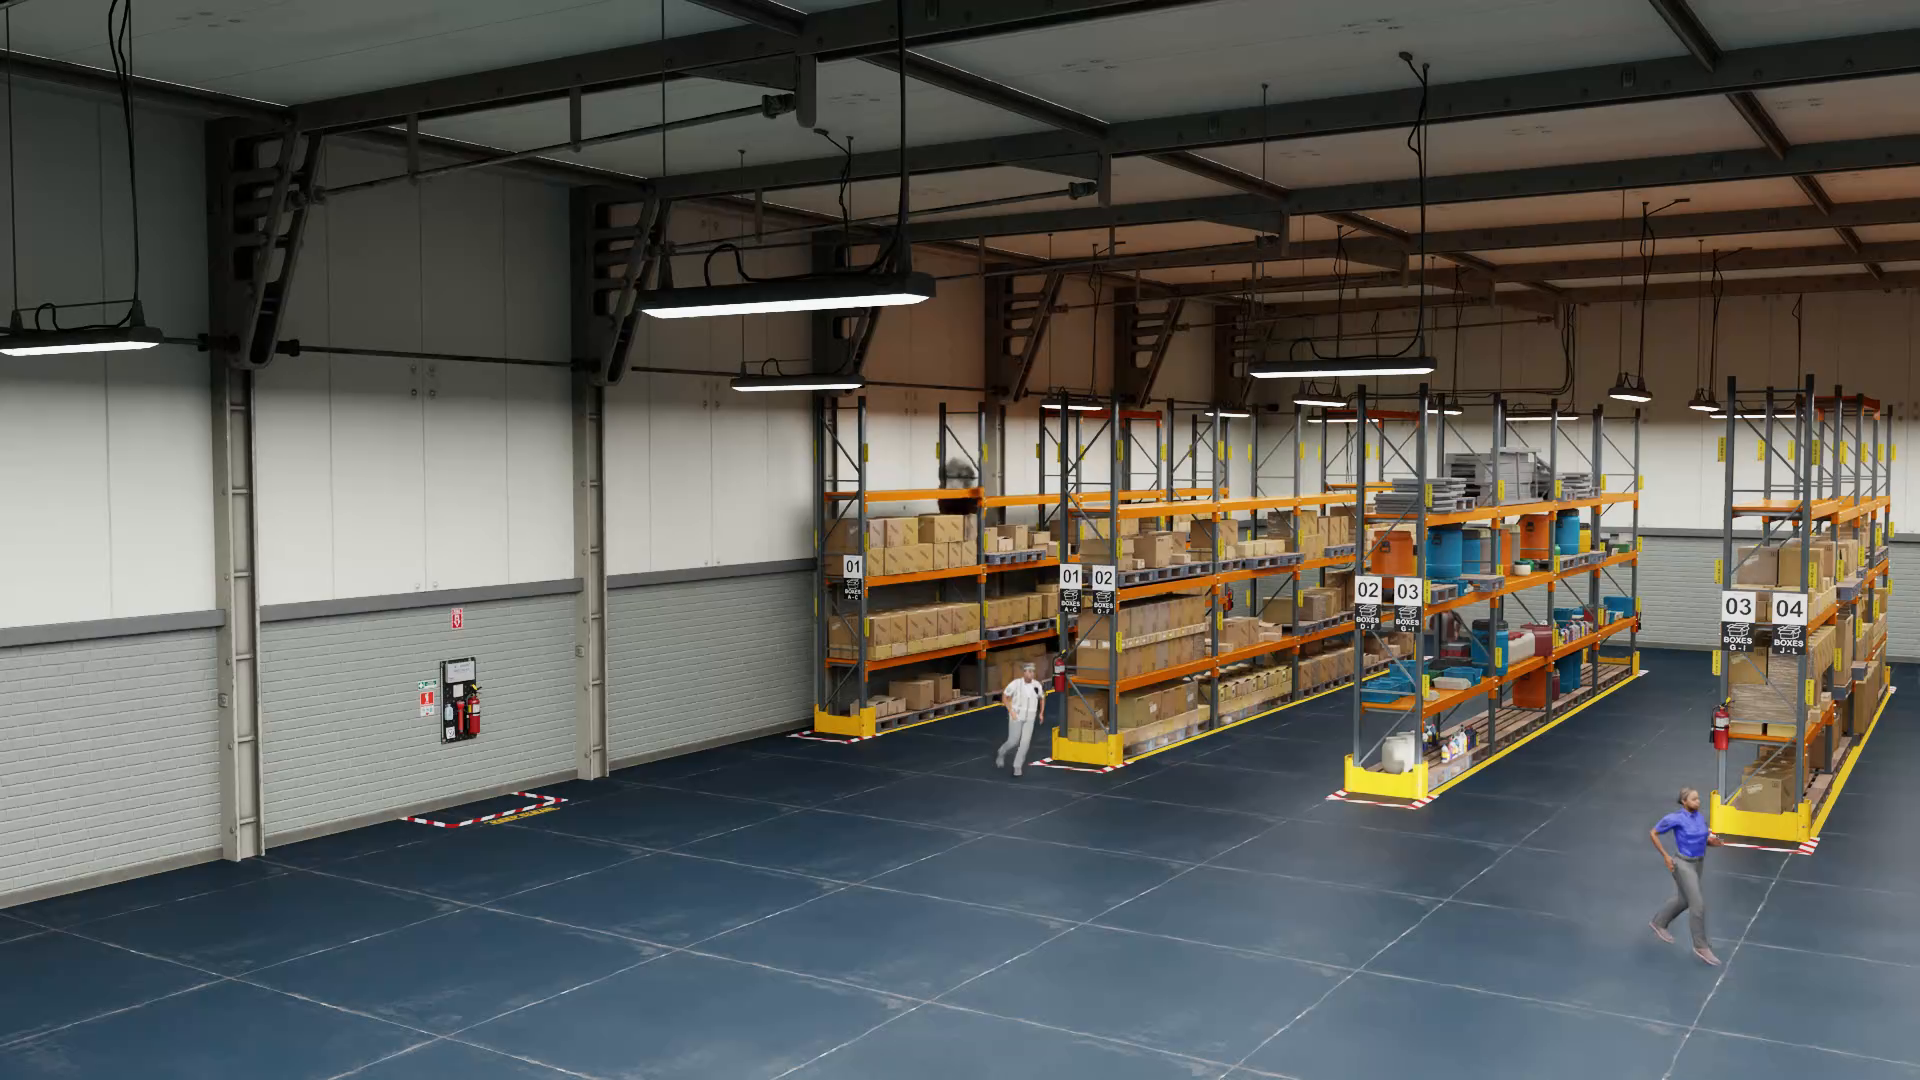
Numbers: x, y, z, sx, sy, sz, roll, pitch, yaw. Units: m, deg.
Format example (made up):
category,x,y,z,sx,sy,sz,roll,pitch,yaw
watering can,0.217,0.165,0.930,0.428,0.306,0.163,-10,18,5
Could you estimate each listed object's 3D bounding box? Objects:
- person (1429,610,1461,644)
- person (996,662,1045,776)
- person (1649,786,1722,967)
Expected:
category,x,y,z,sx,sy,sz,roll,pitch,yaw
person,10.570,2.211,36.274,0.648,1.837,0.922,1,3,24
person,0.997,2.778,26.043,0.738,1.722,0.707,-1,3,-18
person,7.222,3.297,16.536,0.559,1.674,0.869,-2,4,-34
